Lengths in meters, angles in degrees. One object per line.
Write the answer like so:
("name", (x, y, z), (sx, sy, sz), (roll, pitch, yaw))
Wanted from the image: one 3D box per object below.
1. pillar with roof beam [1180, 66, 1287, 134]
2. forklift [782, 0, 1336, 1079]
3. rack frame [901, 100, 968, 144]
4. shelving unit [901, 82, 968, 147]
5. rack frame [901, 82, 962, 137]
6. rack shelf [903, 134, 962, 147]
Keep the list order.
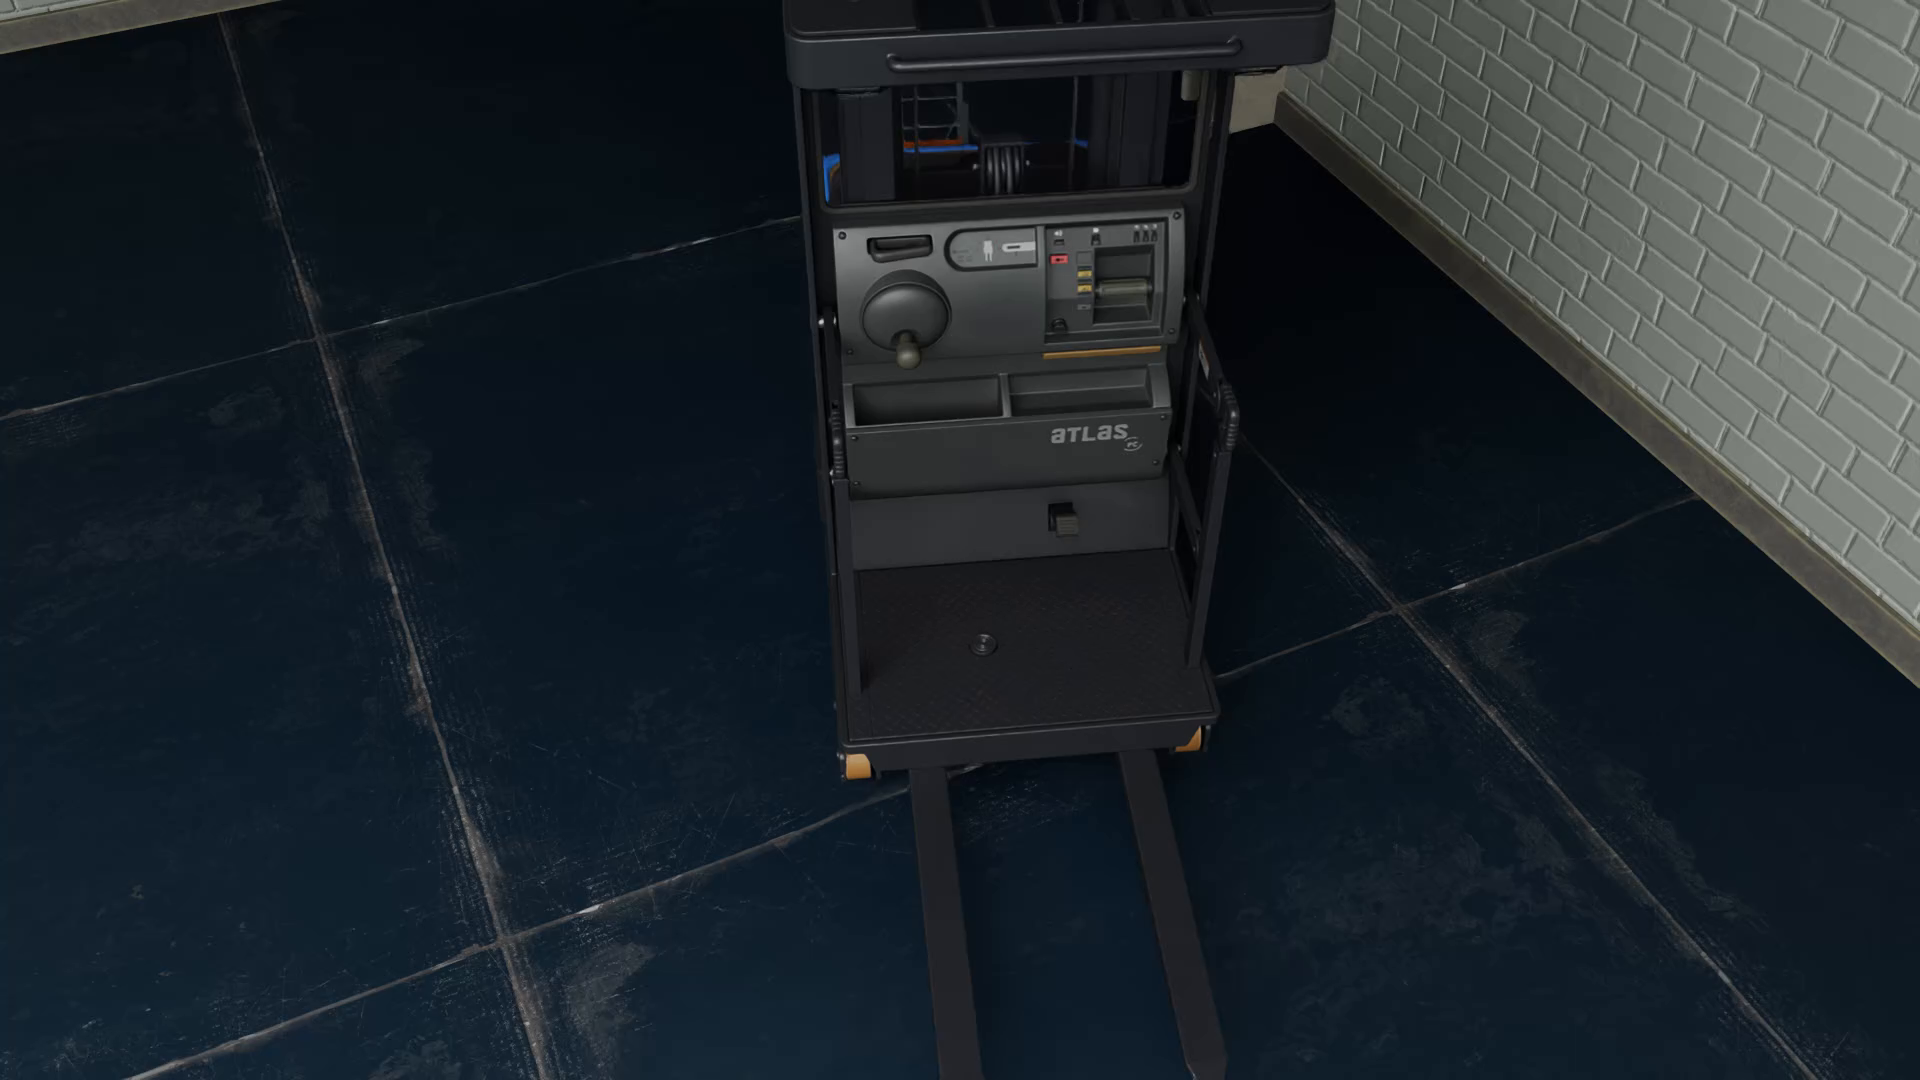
("pillar with roof beam", (-2.642, -3.962, 3.358), (9.100, 9.000, 0.400), (-18, 47, -17))
("forklift", (0.159, -0.581, 4.252), (1.130, 2.935, 3.031), (-4, 45, -4))
("rack frame", (-0.092, -1.022, 5.932), (0.240, 1.200, 0.006), (-4, 45, -4))
("shelving unit", (-0.102, -1.086, 5.997), (0.258, 1.200, 0.189), (-4, 45, -4))
("rack frame", (-0.111, -1.150, 6.061), (0.240, 1.200, 0.006), (-4, 45, -4))
("rack shelf", (-0.102, -1.311, 5.775), (0.258, 0.103, 0.180), (-4, 45, -4))
